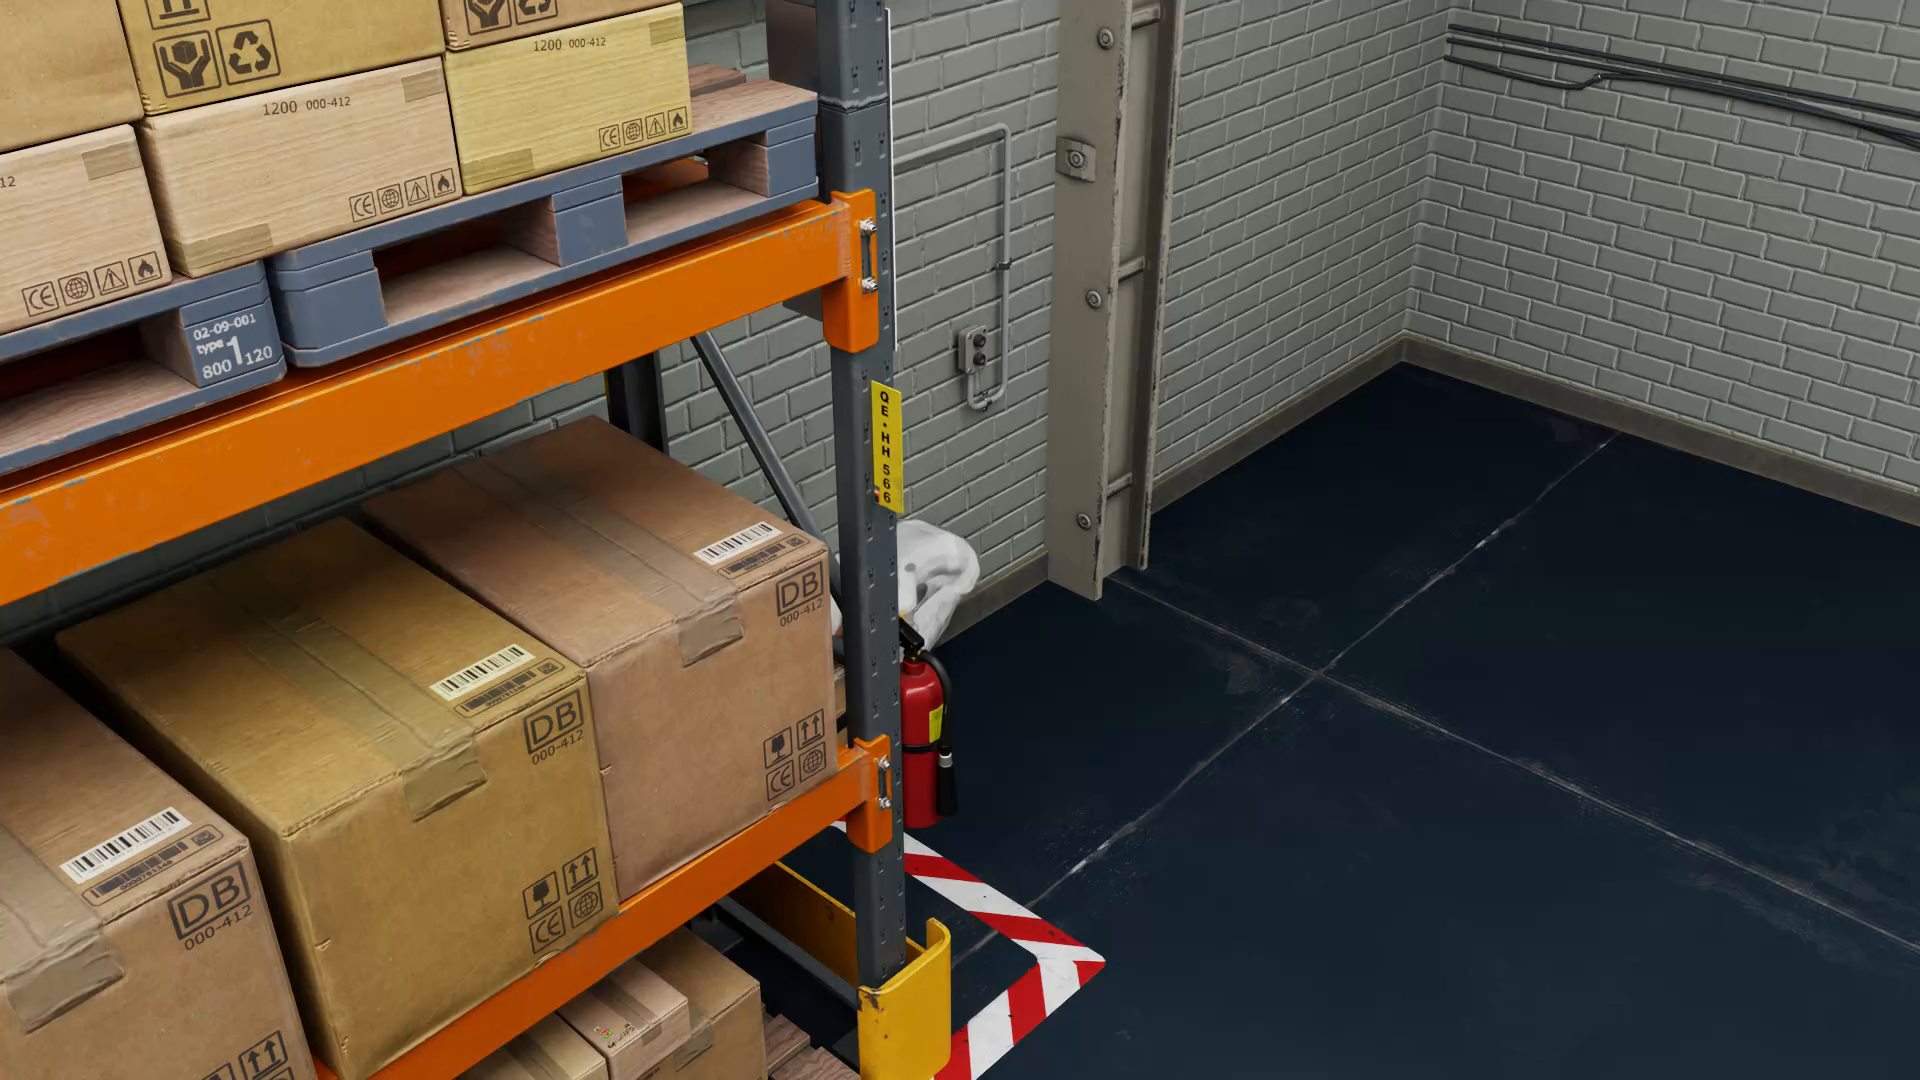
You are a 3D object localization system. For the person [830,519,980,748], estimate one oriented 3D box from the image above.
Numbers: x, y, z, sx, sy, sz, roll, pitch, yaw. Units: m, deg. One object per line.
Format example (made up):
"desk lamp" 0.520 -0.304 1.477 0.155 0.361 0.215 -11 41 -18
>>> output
"person" -0.321 0.370 6.498 0.529 0.805 0.956 25 39 35
